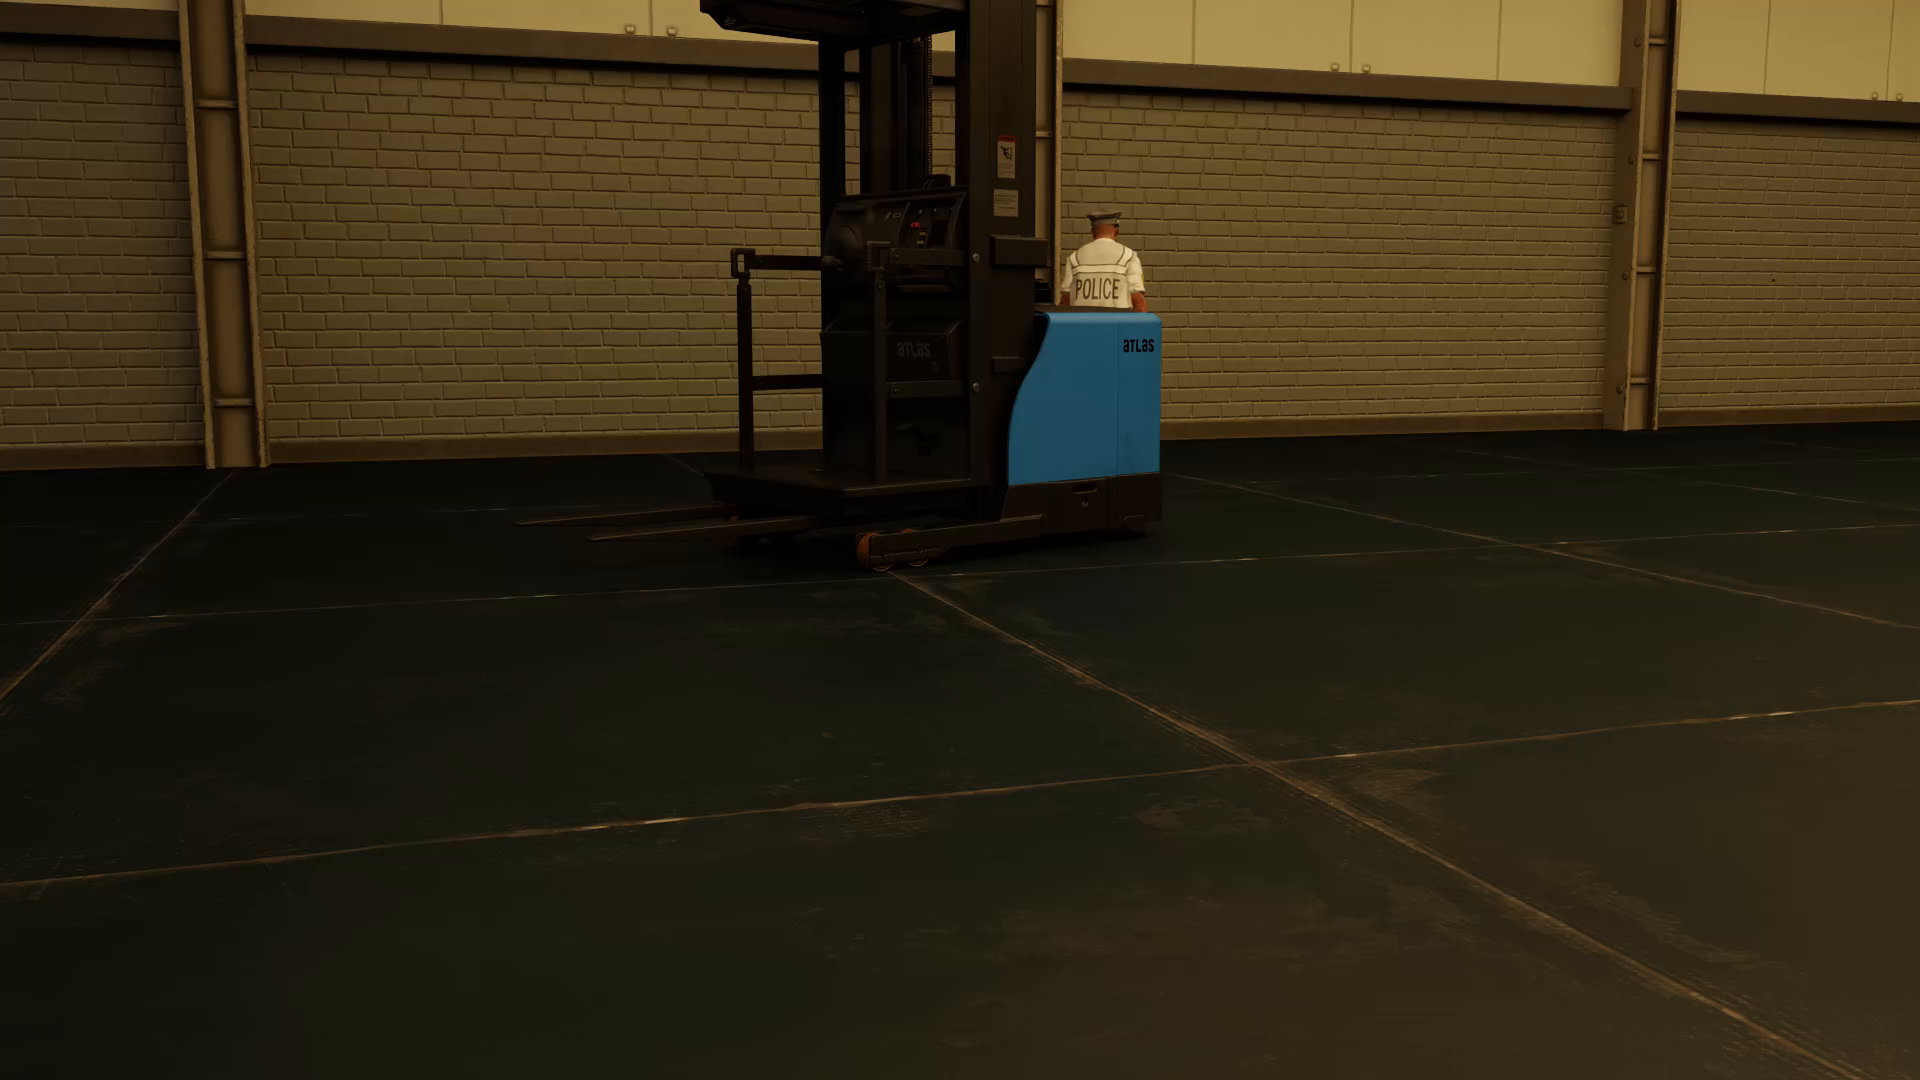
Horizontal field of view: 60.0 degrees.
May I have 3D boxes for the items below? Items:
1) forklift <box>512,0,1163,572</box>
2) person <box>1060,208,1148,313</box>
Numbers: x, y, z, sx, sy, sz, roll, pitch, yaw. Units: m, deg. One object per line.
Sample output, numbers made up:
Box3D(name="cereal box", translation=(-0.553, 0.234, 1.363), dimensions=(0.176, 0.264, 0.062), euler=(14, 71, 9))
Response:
Box3D(name="forklift", translation=(-0.461, -1.399, 7.333), dimensions=(3.031, 2.935, 1.130), euler=(-7, 10, -40))
Box3D(name="person", translation=(0.940, -1.287, 10.889), dimensions=(0.585, 1.749, 0.435), euler=(3, 8, 19))
